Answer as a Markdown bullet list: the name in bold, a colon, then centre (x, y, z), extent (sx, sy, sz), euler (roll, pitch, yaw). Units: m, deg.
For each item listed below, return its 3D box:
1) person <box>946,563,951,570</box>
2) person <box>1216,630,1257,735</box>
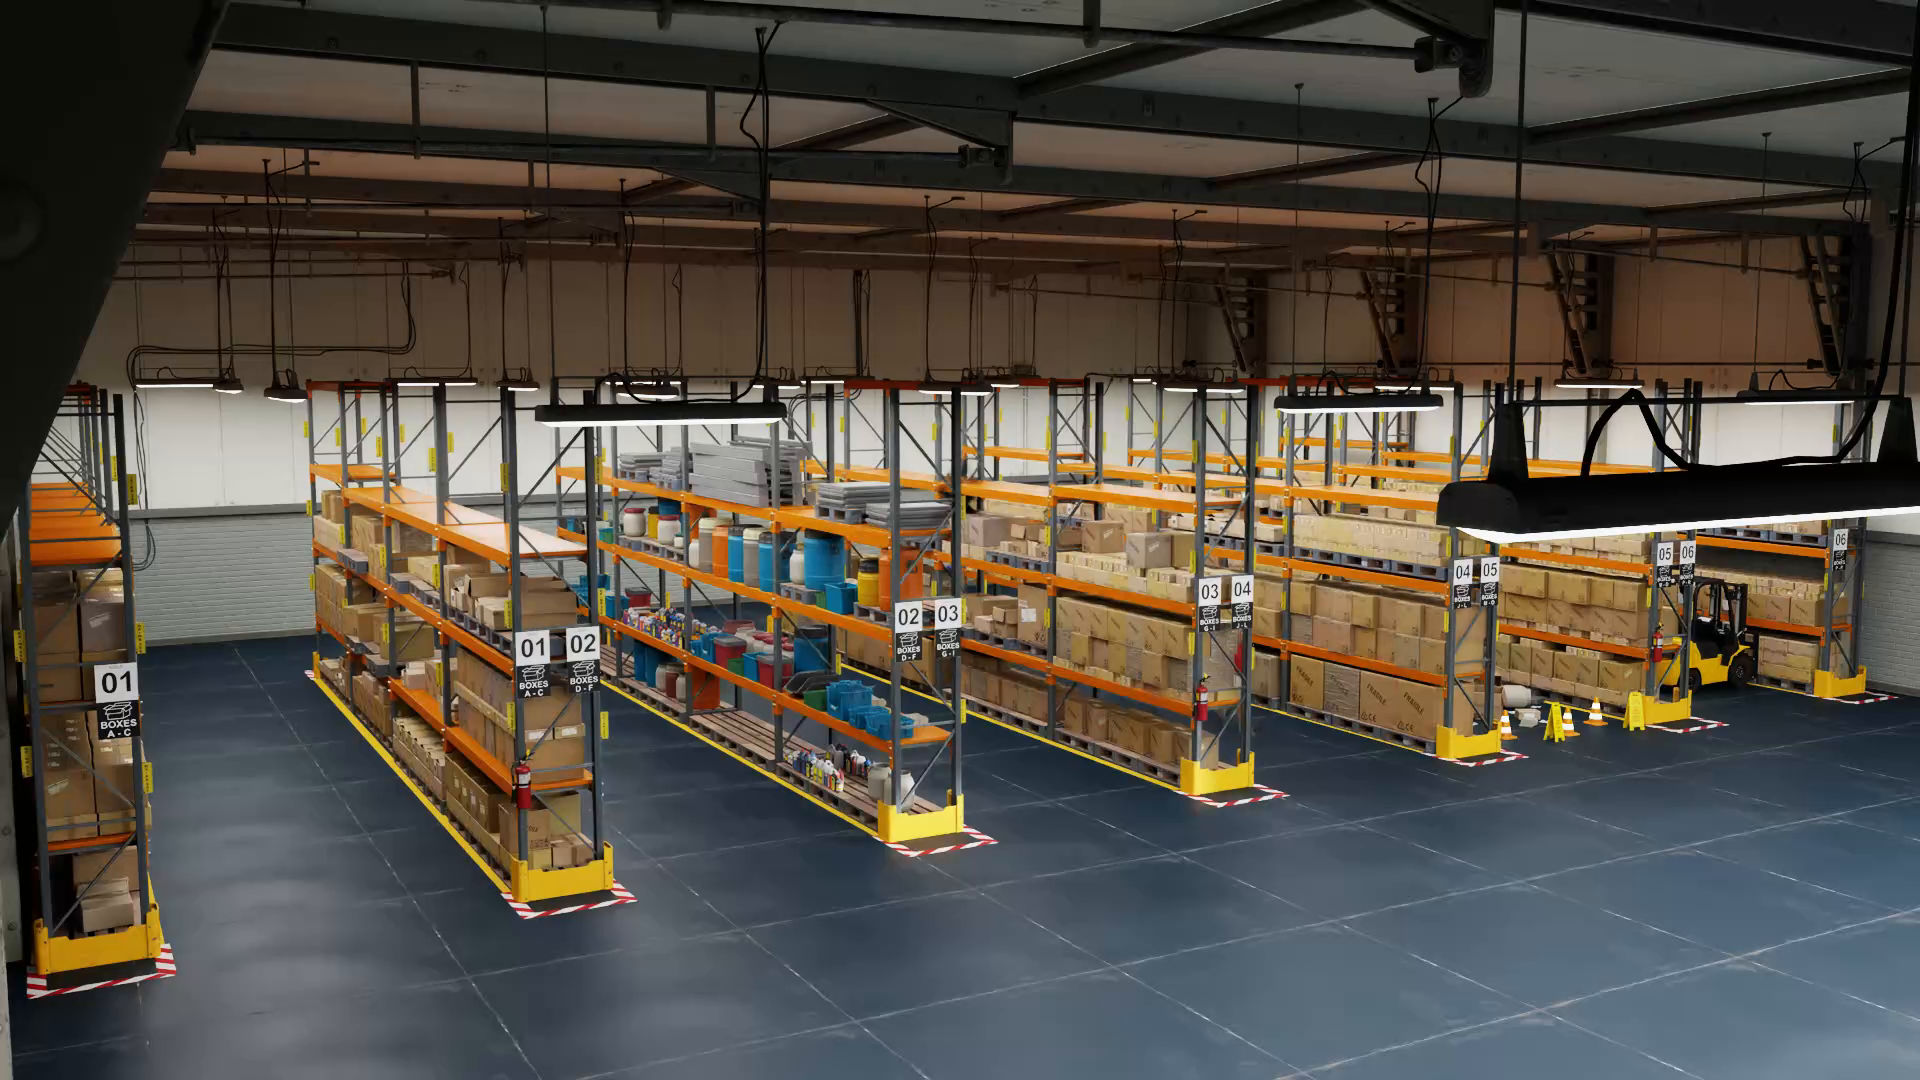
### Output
- **person**: centre (-0.224, 1.102, 41.781), extent (0.618, 1.626, 0.643), euler (-2, 6, -16)
- **person**: centre (4.822, 2.437, 28.796), extent (0.626, 1.790, 1.006), euler (-5, 8, -42)
